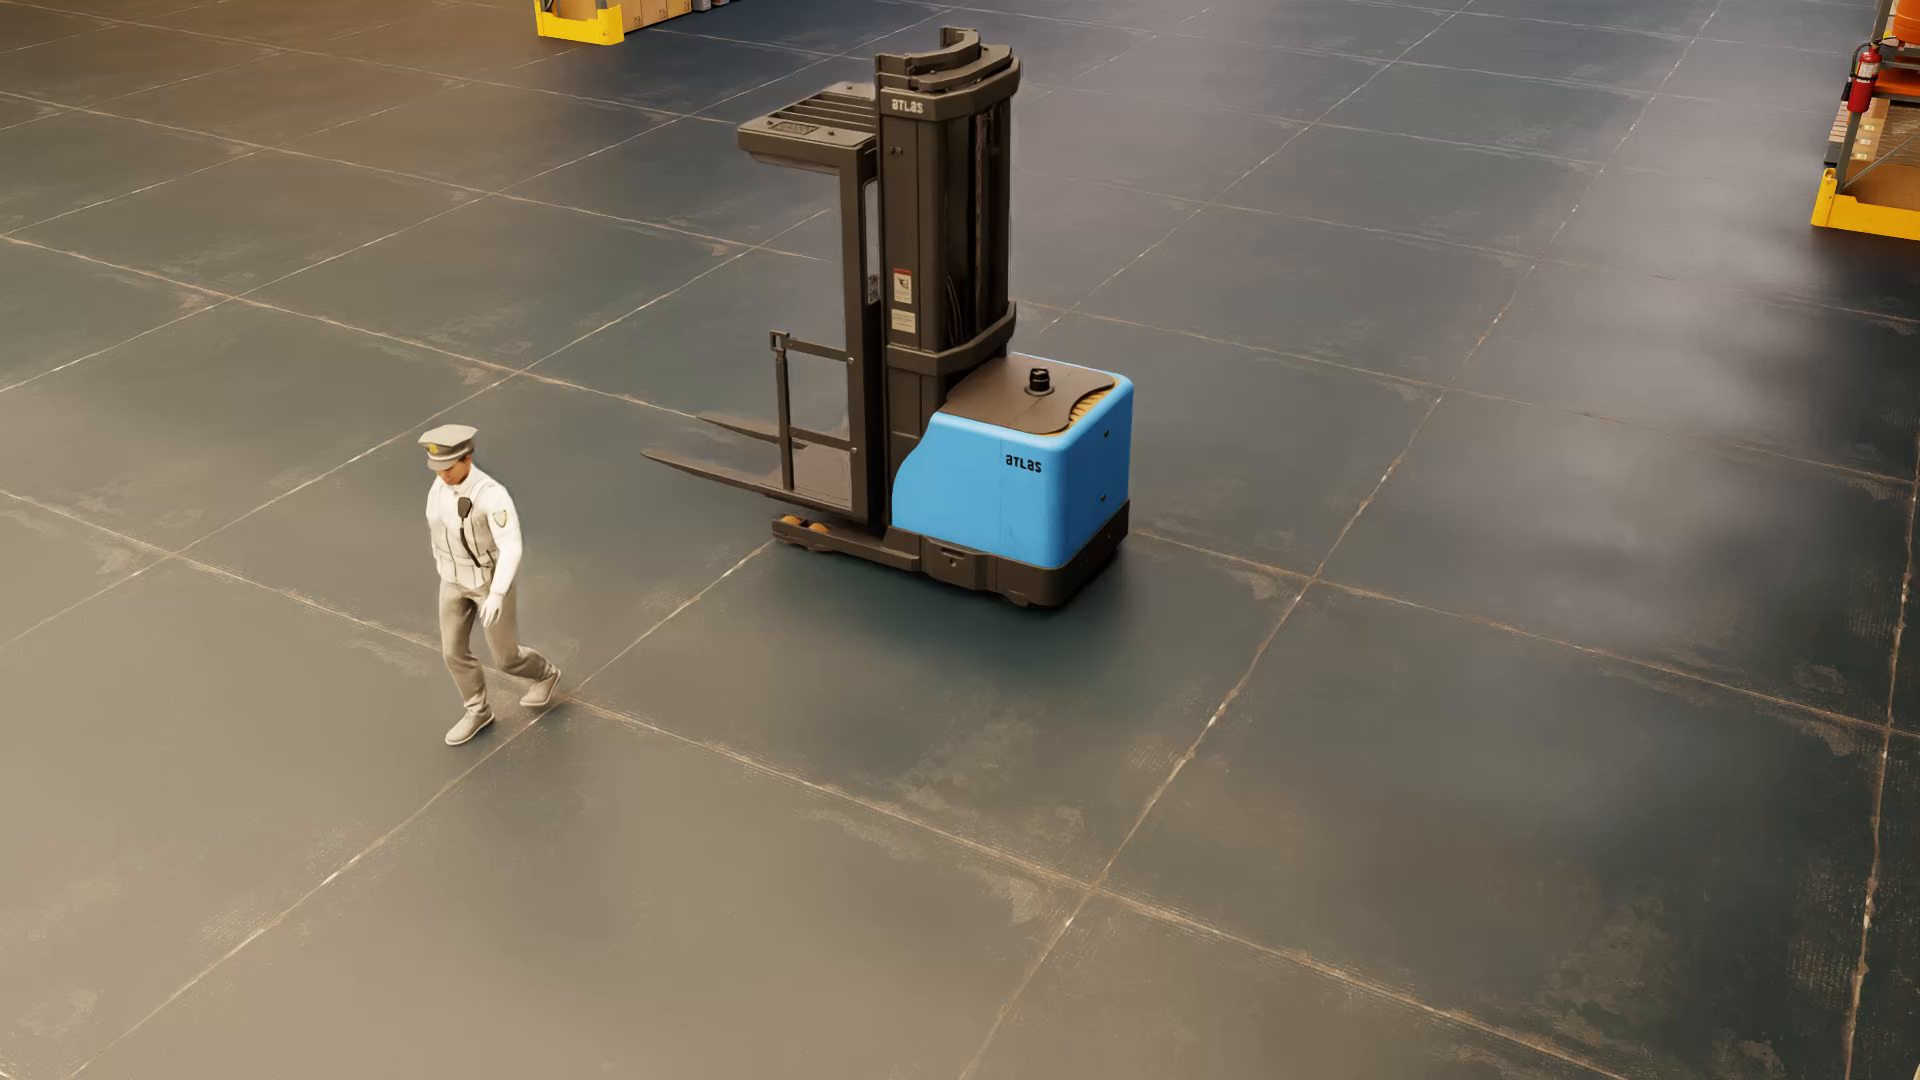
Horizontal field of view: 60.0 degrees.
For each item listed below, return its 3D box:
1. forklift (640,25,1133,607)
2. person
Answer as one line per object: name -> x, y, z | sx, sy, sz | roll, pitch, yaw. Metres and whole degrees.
forklift -> -0.540, -1.413, 9.519 | 3.031, 2.935, 1.130 | 15, 33, 25
person -> -2.334, 0.207, 8.005 | 0.787, 1.651, 0.638 | 15, 33, 24
